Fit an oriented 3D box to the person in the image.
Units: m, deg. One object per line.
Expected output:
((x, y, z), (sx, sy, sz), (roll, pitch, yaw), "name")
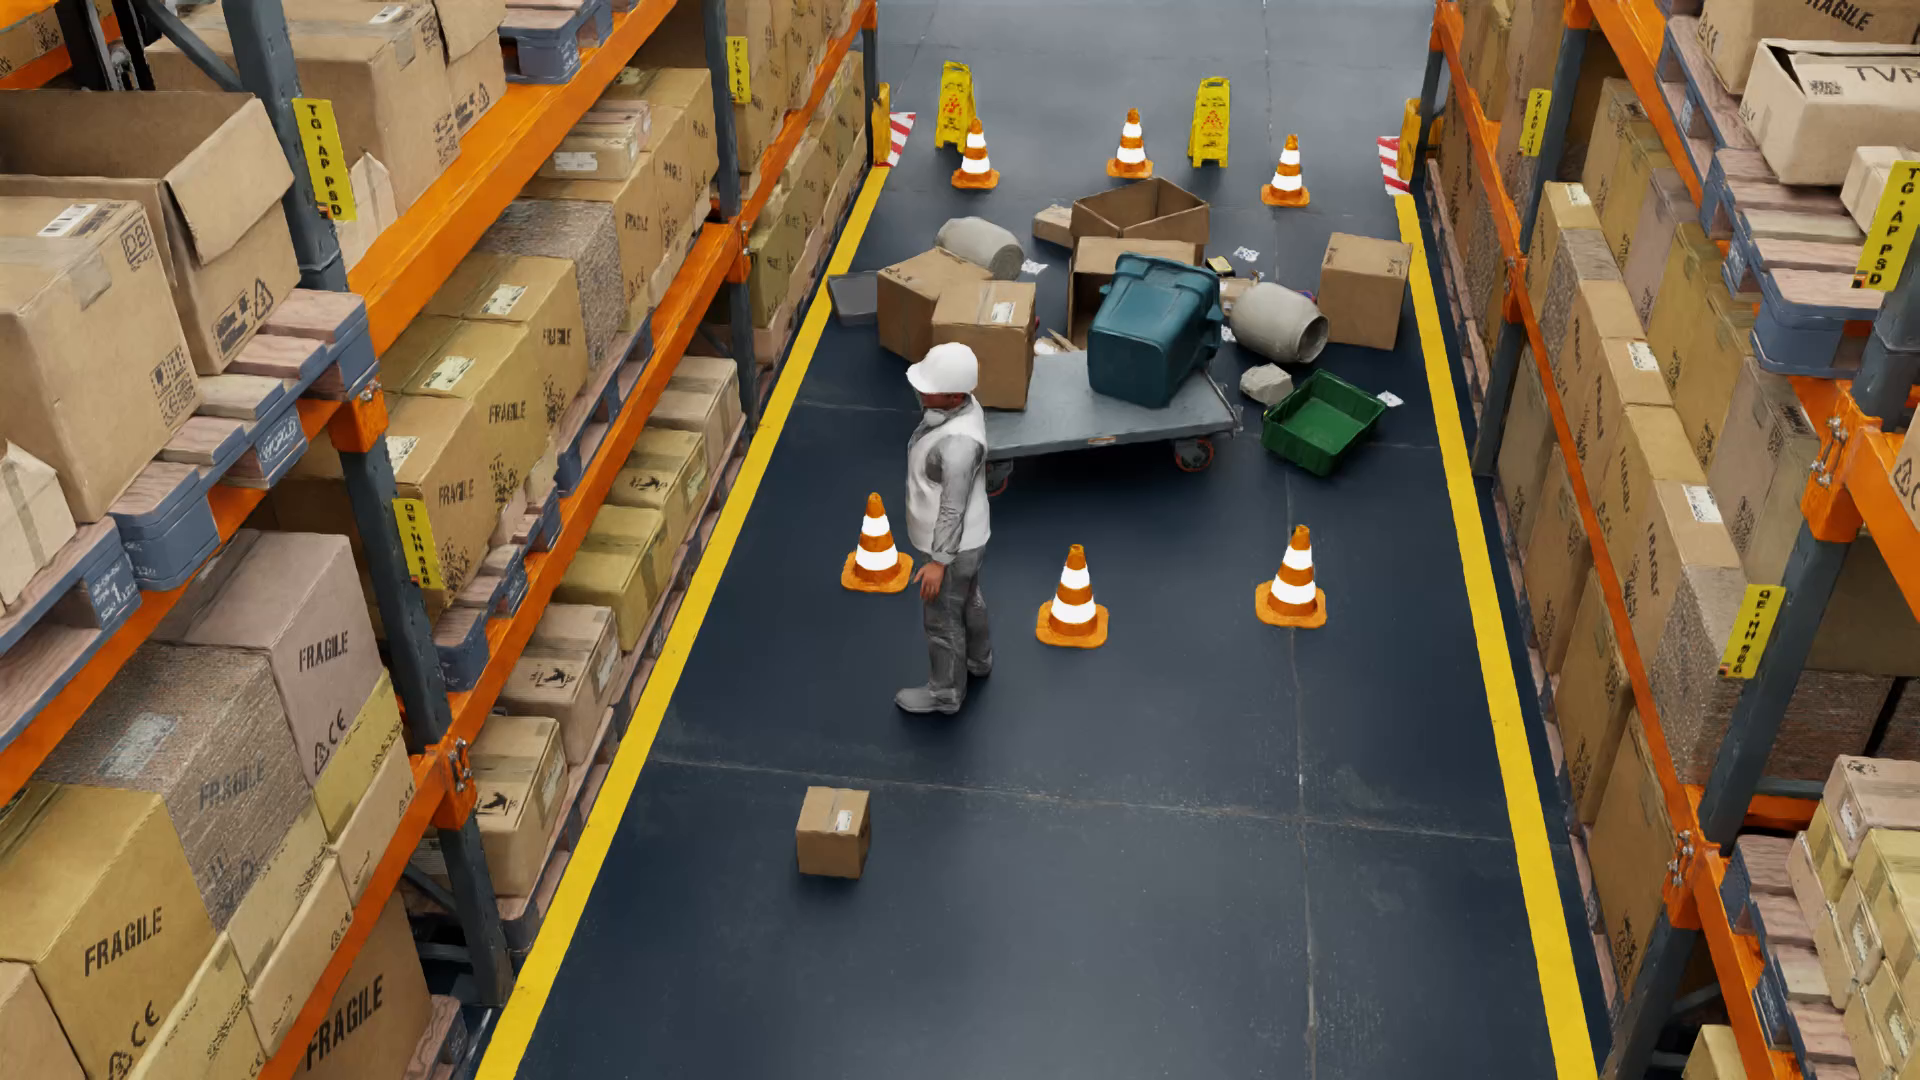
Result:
((-0.072, -0.031, 7.035), (0.441, 1.772, 0.648), (1, 36, 1), "person")
